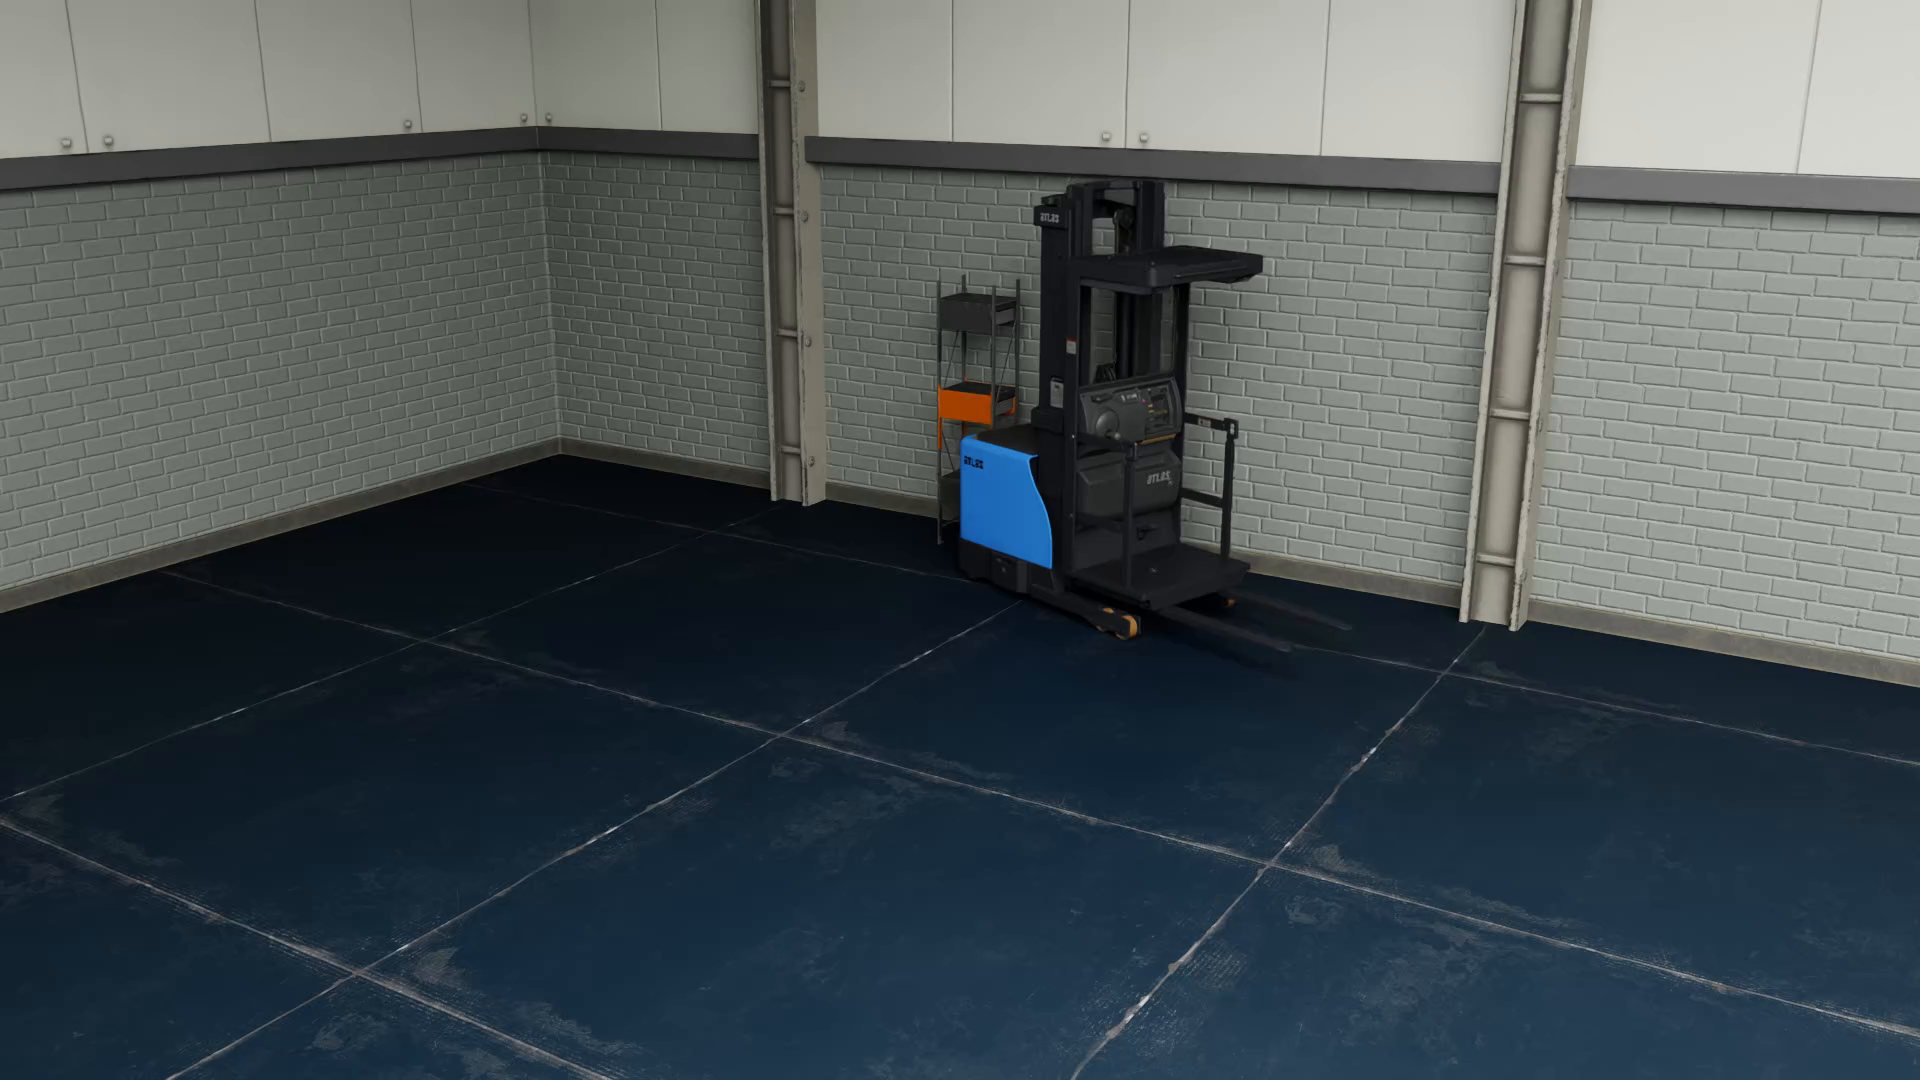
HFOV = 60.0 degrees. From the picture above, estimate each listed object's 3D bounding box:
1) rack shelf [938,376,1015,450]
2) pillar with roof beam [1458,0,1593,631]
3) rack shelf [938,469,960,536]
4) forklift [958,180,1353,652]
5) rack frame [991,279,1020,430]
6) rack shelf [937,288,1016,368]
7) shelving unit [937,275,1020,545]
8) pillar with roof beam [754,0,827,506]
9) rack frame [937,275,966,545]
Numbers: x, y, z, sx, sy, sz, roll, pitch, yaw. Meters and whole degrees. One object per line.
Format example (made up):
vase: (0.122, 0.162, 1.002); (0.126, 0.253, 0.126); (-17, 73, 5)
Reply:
rack shelf: (0.141, -0.966, 12.997); (0.480, 0.518, 0.431); (10, 20, 30)
pillar with roof beam: (1.452, -2.685, 6.738); (0.400, 9.000, 9.100); (10, 20, 30)
rack shelf: (0.141, -0.297, 13.201); (0.480, 0.518, 0.431); (10, 20, 30)
forklift: (1.316, -0.897, 11.291); (1.130, 2.935, 3.031); (-14, 22, -38)
rack frame: (0.349, -0.942, 12.871); (0.015, 2.100, 0.400); (10, 20, 30)
rack shelf: (0.141, -1.636, 12.794); (0.480, 0.518, 0.431); (10, 20, 30)
shelving unit: (0.141, -0.979, 12.993); (0.503, 2.100, 0.431); (10, 20, 30)
pillar with roof beam: (-3.661, -3.598, 9.743); (0.400, 9.000, 9.100); (10, 20, 30)
rack frame: (-0.067, -1.017, 13.115); (0.015, 2.100, 0.400); (10, 20, 30)
